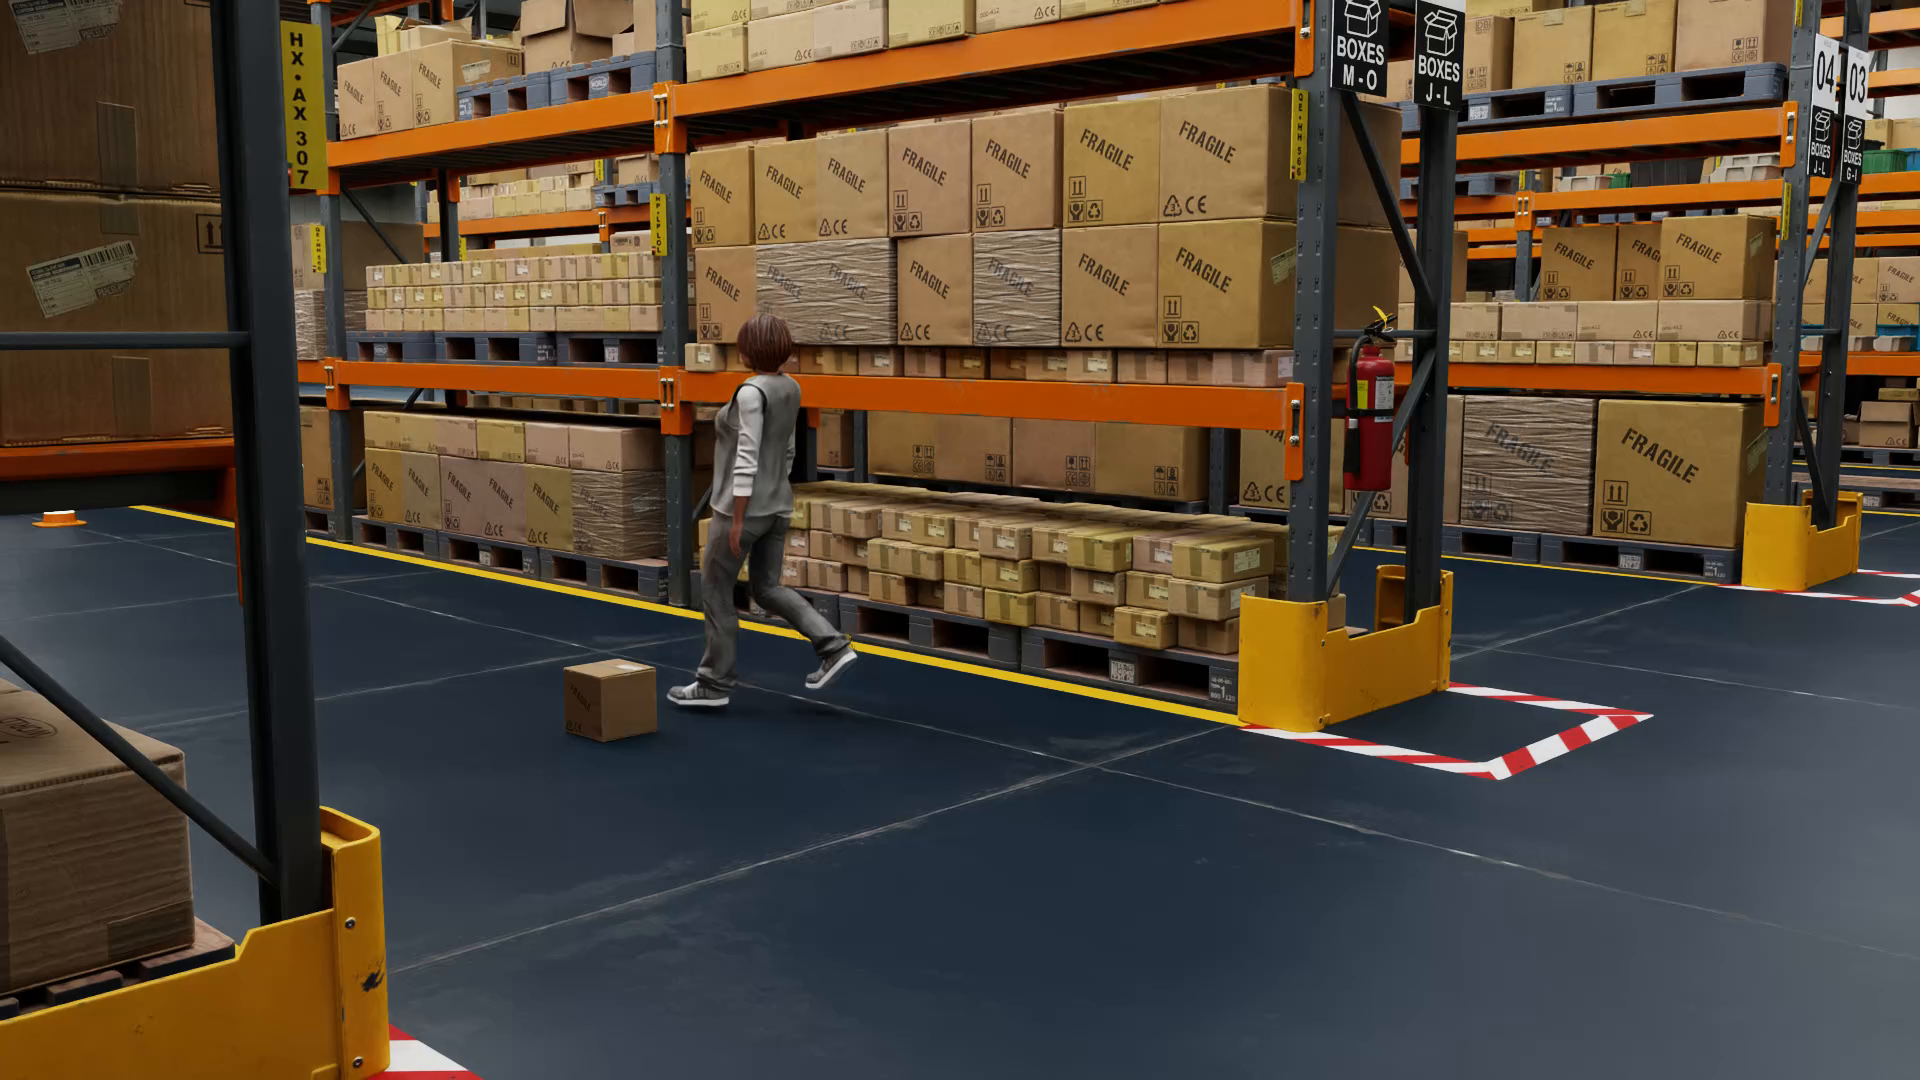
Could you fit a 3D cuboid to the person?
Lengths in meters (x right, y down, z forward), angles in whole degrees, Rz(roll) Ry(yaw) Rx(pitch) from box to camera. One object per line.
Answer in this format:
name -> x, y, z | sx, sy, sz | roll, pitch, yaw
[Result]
person -> -0.814, -0.100, 6.586 | 0.756, 1.553, 0.425 | 3, 8, 25
